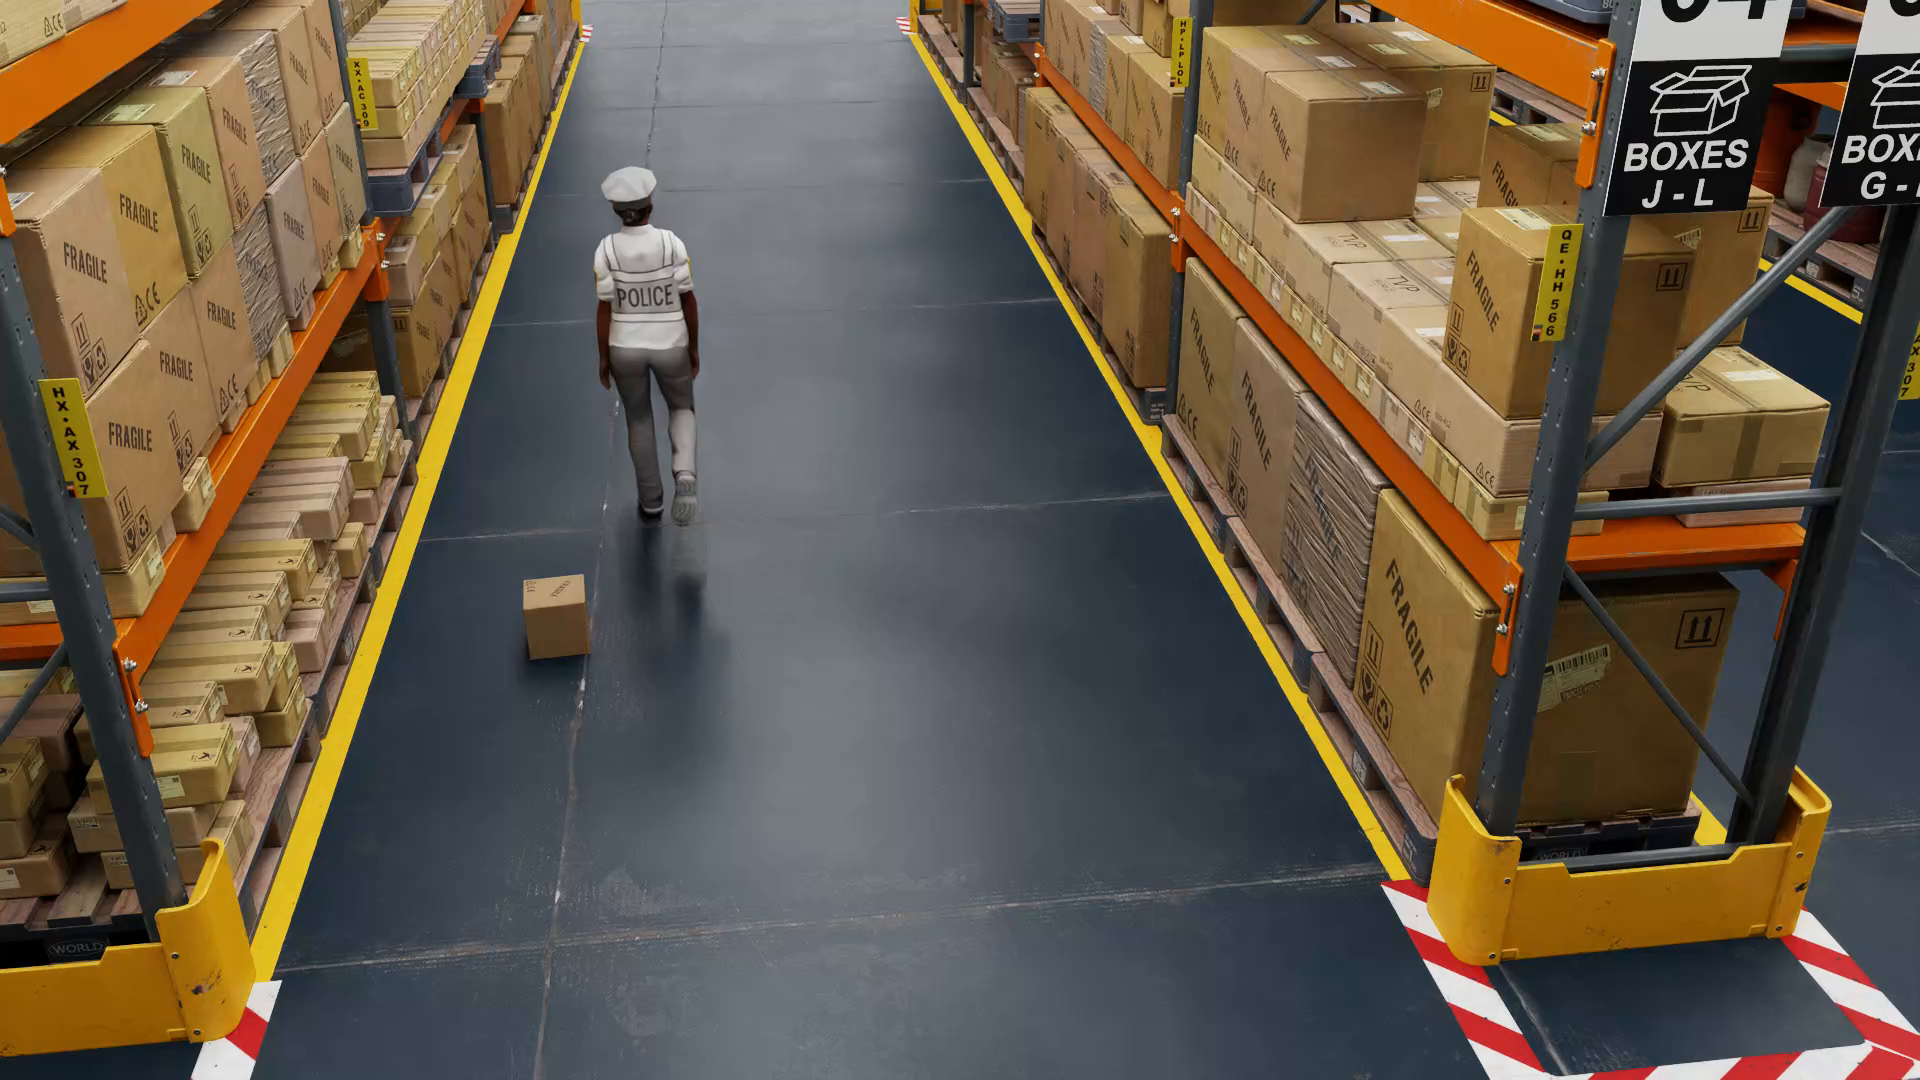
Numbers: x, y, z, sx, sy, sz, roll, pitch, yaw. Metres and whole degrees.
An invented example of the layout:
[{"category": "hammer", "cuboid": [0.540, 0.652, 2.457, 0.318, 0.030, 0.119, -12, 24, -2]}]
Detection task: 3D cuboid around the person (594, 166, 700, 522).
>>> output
[{"category": "person", "cuboid": [-1.444, -0.871, 7.741, 0.478, 1.669, 0.551, -6, 28, -12]}]
